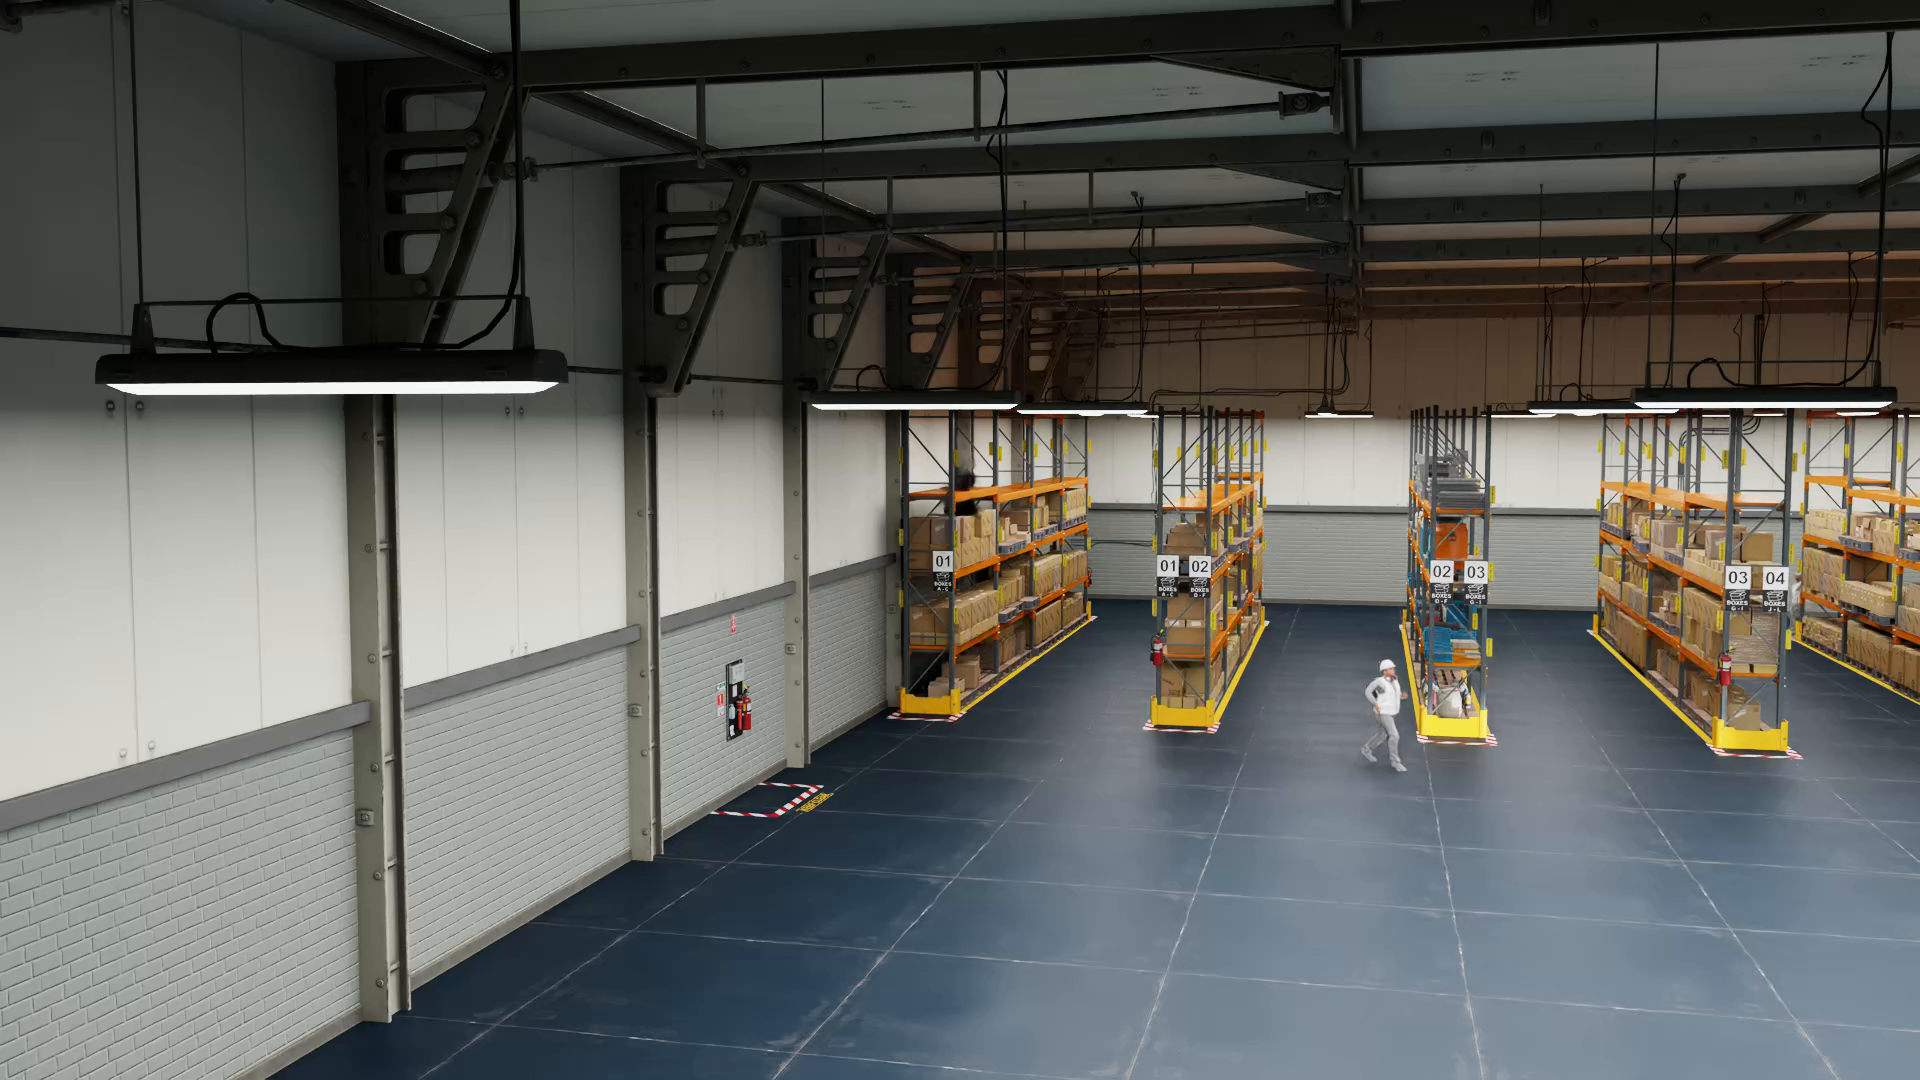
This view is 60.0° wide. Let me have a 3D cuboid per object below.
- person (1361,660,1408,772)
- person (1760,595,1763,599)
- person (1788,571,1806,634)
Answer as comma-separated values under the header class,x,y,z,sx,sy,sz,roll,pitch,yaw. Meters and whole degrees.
class,x,y,z,sx,sy,sz,roll,pitch,yaw
person,7.032,2.868,27.448,0.871,1.813,0.638,4,6,43
person,20.105,1.956,41.403,0.625,1.644,0.630,2,5,25
person,22.489,1.666,44.505,0.741,1.738,0.743,1,4,14
